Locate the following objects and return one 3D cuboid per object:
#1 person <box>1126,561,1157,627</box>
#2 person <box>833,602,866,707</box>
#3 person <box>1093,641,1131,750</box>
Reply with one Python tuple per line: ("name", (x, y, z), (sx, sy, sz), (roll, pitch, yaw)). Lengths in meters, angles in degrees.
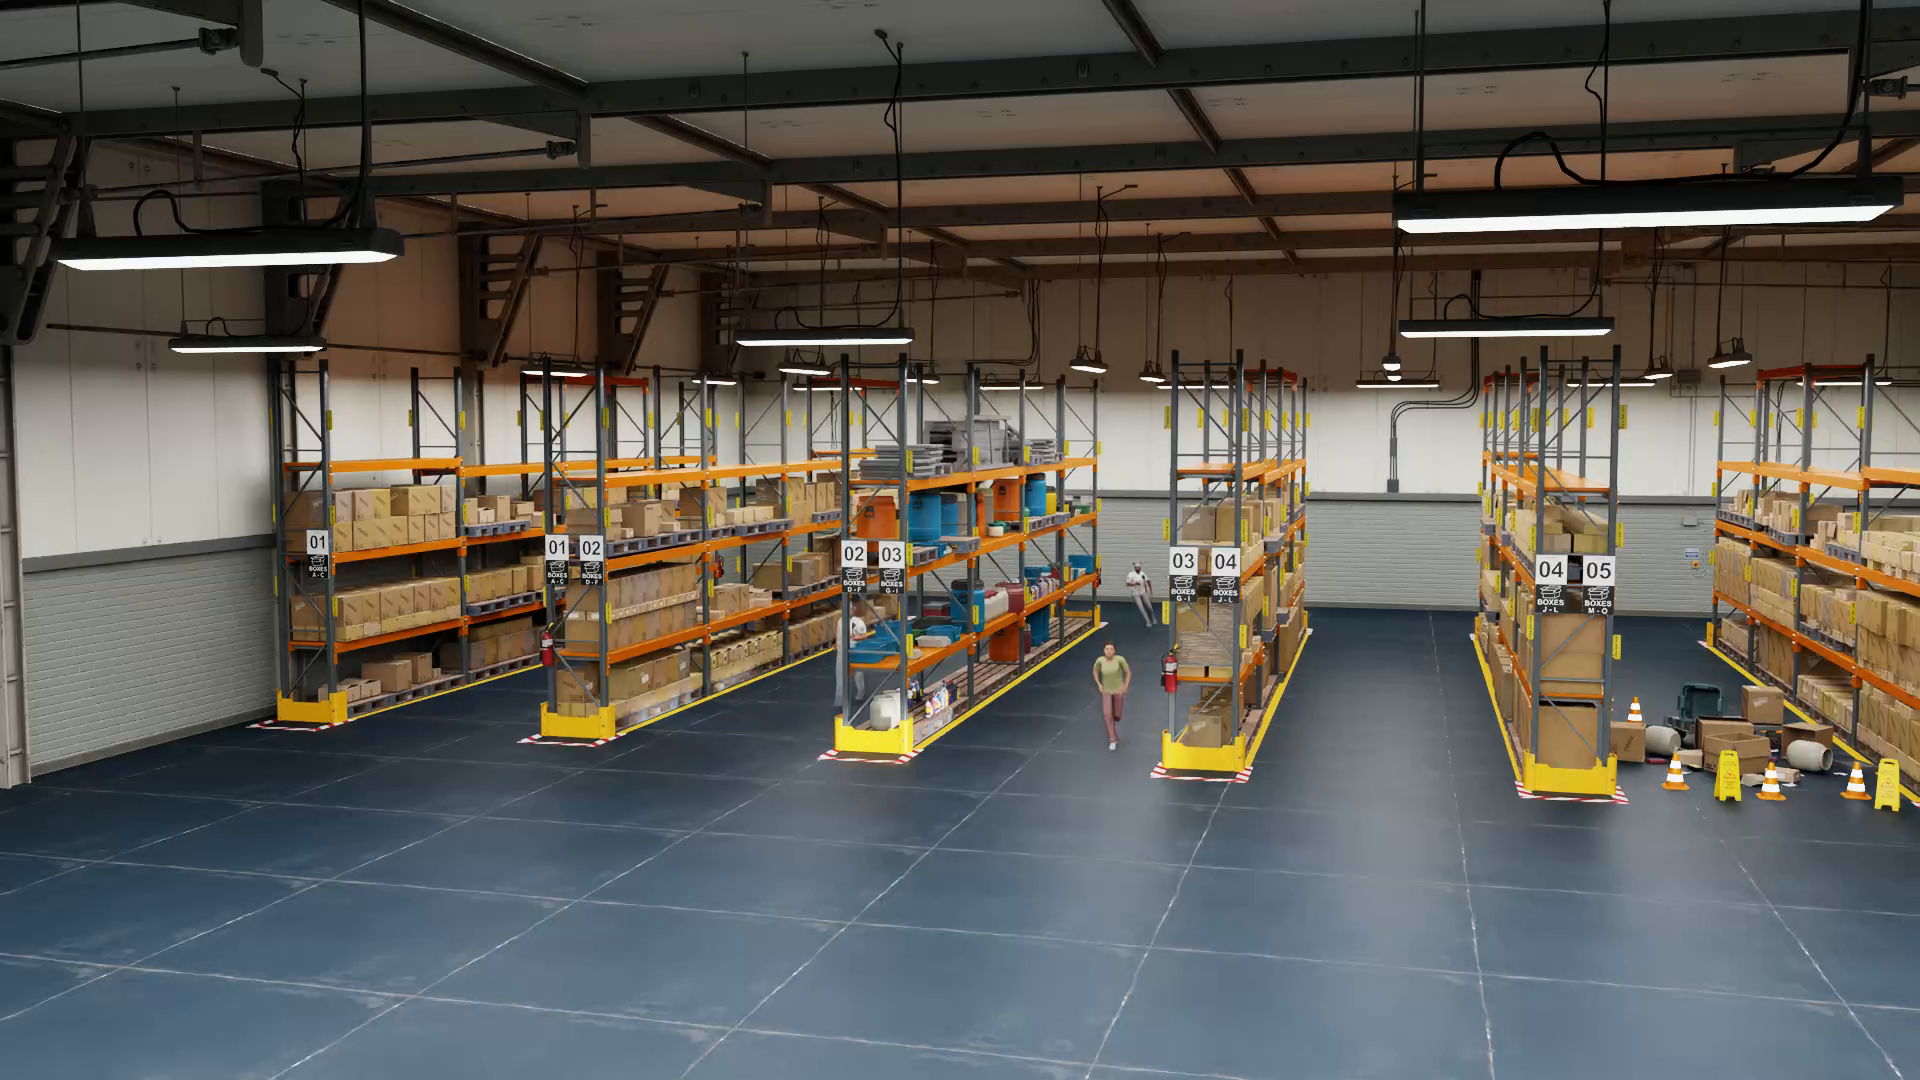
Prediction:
("person", (4.436, 1.308, 40.312), (0.819, 1.597, 0.520), (-1, 4, -11))
("person", (-1.954, 1.984, 29.364), (0.653, 1.795, 0.902), (1, 4, 17))
("person", (2.342, 2.363, 25.697), (0.587, 1.656, 0.896), (0, 4, 7))
